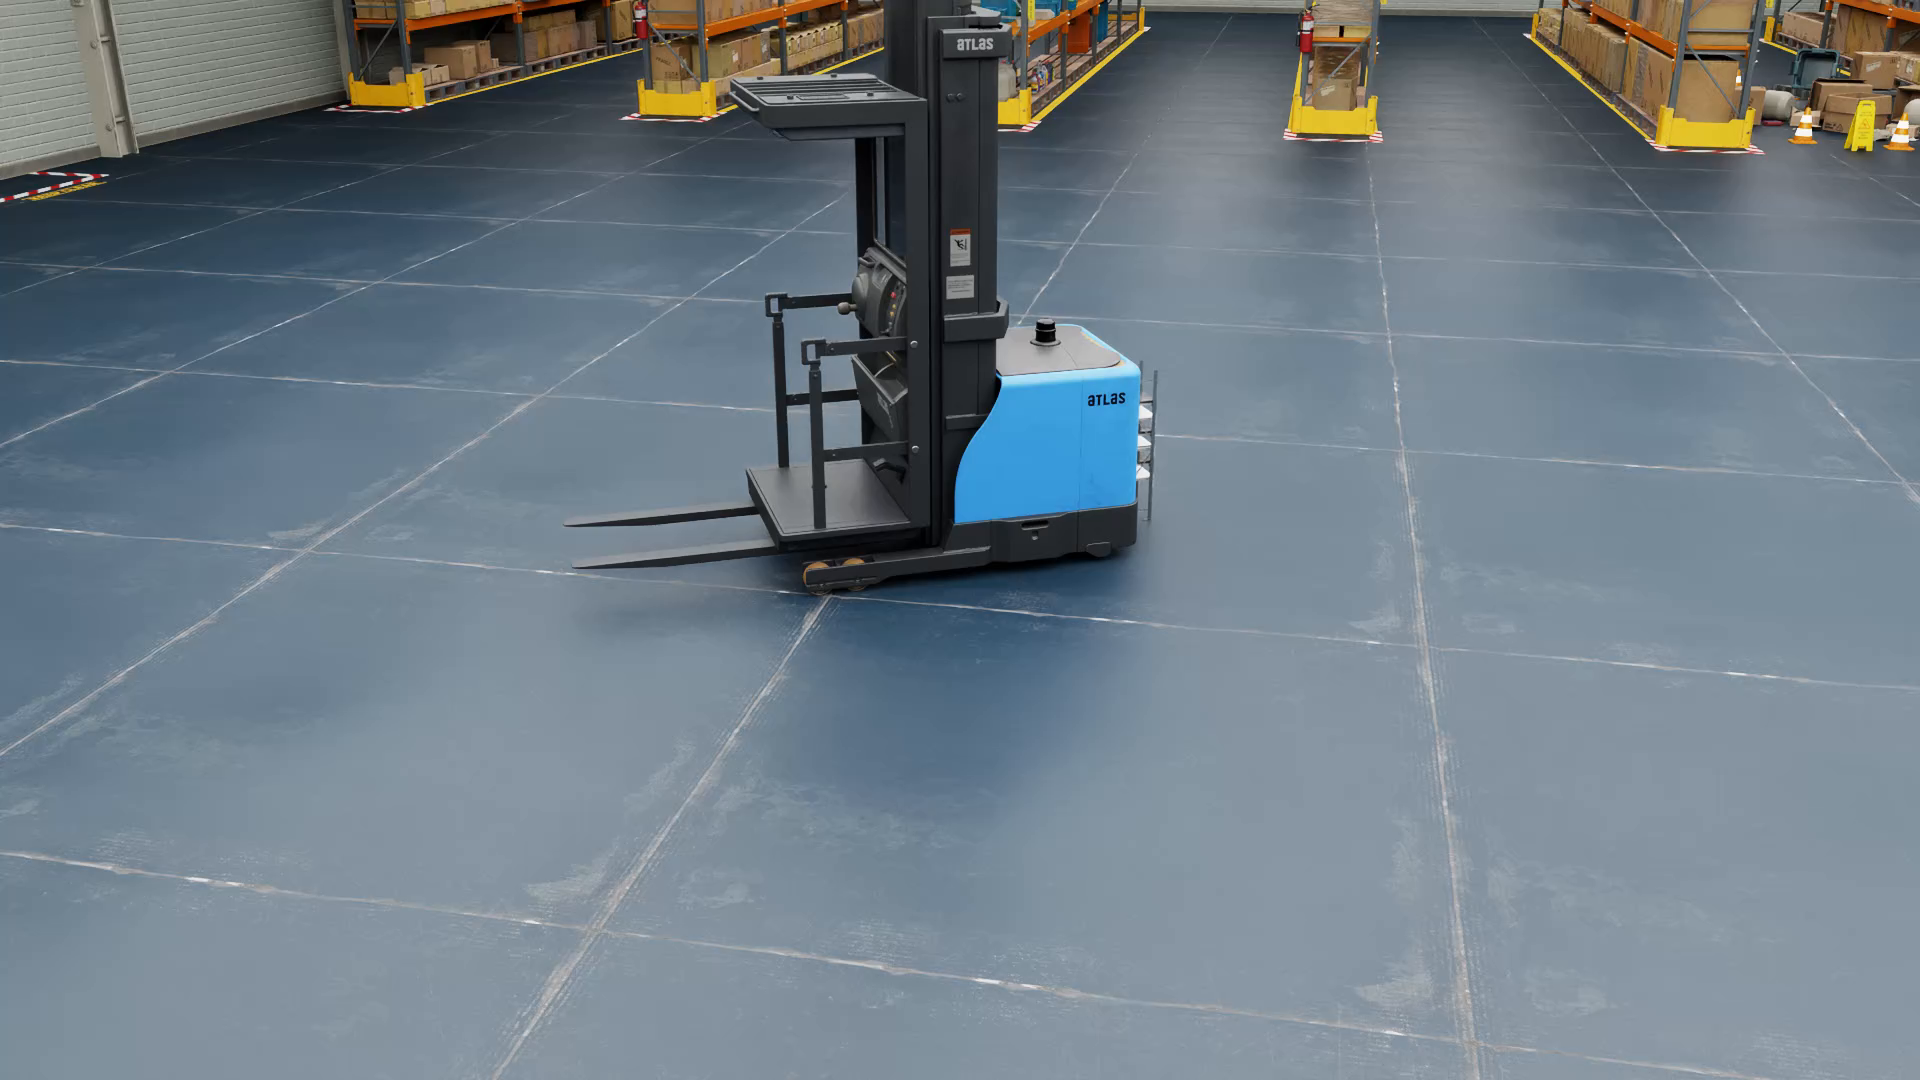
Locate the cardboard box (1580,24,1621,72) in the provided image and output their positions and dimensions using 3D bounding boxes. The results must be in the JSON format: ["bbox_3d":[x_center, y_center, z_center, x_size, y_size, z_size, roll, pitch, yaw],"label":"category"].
[{"bbox_3d":[11.597,-8.680,29.341,1.050,0.750,0.750,4,22,10],"label":"cardboard box"}]

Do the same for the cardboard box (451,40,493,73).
[{"bbox_3d":[-8.562,-8.492,29.181,0.500,0.500,0.500,3,22,7],"label":"cardboard box"}]

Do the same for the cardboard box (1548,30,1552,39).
[{"bbox_3d":[12.583,-10.628,34.982,0.380,0.149,0.250,4,22,11],"label":"cardboard box"}]

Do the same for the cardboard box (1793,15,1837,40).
[{"bbox_3d":[18.093,-10.752,34.904,0.875,0.438,0.875,5,22,12],"label":"cardboard box"}]

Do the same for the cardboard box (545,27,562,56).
[{"bbox_3d":[-8.055,-9.521,31.737,0.700,0.500,0.500,5,22,12],"label":"cardboard box"}]

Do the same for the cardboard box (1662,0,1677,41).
[{"bbox_3d":[10.299,-7.231,23.092,0.875,0.550,0.550,4,22,11],"label":"cardboard box"}]

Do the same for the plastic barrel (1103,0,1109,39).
[{"bbox_3d":[2.814,-11.024,34.958,0.600,0.901,0.708,4,22,11],"label":"plastic barrel"}]

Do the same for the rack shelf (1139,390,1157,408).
[{"bbox_3d":[0.962,-0.779,9.449,0.258,0.077,0.200,-7,23,-16],"label":"rack shelf"}]

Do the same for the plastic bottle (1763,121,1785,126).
[{"bbox_3d":[12.019,-6.152,24.547,0.283,0.061,0.133,-3,22,-8],"label":"plastic bottle"}]

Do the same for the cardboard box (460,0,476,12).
[{"bbox_3d":[-8.488,-9.023,27.915,0.500,0.250,0.500,5,22,11],"label":"cardboard box"}]

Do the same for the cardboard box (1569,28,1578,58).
[{"bbox_3d":[11.890,-9.425,31.525,0.500,0.500,0.500,3,22,9],"label":"cardboard box"}]

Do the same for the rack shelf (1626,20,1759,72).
[{"bbox_3d":[10.585,-7.217,24.221,1.077,0.370,4.000,4,22,11],"label":"rack shelf"}]

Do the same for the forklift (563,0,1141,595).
[{"bbox_3d":[-0.605,-1.293,8.641,3.031,2.935,1.130,-6,23,-15],"label":"forklift"}]

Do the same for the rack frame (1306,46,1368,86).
[{"bbox_3d":[6.158,-8.697,26.933,1.000,3.000,0.127,4,22,11],"label":"rack frame"}]

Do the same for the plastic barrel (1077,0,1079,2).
[{"bbox_3d":[1.958,-9.898,29.732,0.433,0.535,0.433,0,22,0],"label":"plastic barrel"}]

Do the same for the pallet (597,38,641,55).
[{"bbox_3d":[-7.338,-10.282,34.601,1.003,0.211,1.213,4,22,11],"label":"pallet"}]

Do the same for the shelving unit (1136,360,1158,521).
[{"bbox_3d":[0.962,-0.559,9.537,0.258,0.900,0.210,-7,23,-16],"label":"shelving unit"}]

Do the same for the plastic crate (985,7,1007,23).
[{"bbox_3d":[0.441,-7.986,25.366,0.499,0.251,0.408,4,22,11],"label":"plastic crate"}]

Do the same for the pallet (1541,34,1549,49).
[{"bbox_3d":[12.975,-10.610,35.416,1.003,0.211,1.213,4,22,11],"label":"pallet"}]

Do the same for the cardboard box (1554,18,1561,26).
[{"bbox_3d":[12.501,-10.694,34.350,0.380,0.149,0.250,4,22,10],"label":"cardboard box"}]

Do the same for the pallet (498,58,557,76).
[{"bbox_3d":[-8.232,-8.821,30.974,1.003,0.211,1.213,4,22,11],"label":"pallet"}]

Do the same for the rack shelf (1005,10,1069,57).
[{"bbox_3d":[0.902,-8.010,26.189,1.077,0.370,4.000,4,22,11],"label":"rack shelf"}]

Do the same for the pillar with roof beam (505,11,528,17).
[{"bbox_3d":[-4.470,-13.338,30.426,9.100,9.000,0.400,4,22,11],"label":"pillar with roof beam"}]

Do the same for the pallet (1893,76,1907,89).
[{"bbox_3d":[16.515,-7.826,28.502,1.003,0.211,1.213,4,22,11],"label":"pallet"}]

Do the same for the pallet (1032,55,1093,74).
[{"bbox_3d":[1.930,-8.964,31.328,1.003,0.211,1.213,4,22,11],"label":"pallet"}]

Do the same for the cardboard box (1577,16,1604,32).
[{"bbox_3d":[11.785,-9.584,30.915,0.500,0.250,0.500,5,22,12],"label":"cardboard box"}]

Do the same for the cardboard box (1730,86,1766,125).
[{"bbox_3d":[11.681,-6.478,24.766,0.500,0.500,0.500,8,23,20],"label":"cardboard box"}]

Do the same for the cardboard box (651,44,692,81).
[{"bbox_3d":[-4.537,-7.477,26.018,0.500,0.500,0.500,4,22,11],"label":"cardboard box"}]

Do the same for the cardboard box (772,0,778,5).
[{"bbox_3d":[-3.481,-9.568,29.295,0.500,0.250,0.500,6,23,14],"label":"cardboard box"}]

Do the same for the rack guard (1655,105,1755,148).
[{"bbox_3d":[10.172,-5.651,22.716,1.175,0.500,0.348,4,22,11],"label":"rack guard"}]

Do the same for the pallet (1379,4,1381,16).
[{"bbox_3d":[6.457,-8.877,27.636,1.003,0.211,1.213,4,22,11],"label":"pallet"}]

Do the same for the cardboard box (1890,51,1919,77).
[{"bbox_3d":[16.551,-8.175,28.591,0.950,0.372,0.625,3,22,7],"label":"cardboard box"}]

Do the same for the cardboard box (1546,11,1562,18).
[{"bbox_3d":[12.918,-11.364,36.013,0.380,0.149,0.250,3,22,8],"label":"cardboard box"}]

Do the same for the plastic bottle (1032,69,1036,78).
[{"bbox_3d":[1.214,-7.522,27.062,0.061,0.283,0.133,4,22,11],"label":"plastic bottle"}]

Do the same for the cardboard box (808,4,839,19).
[{"bbox_3d":[-2.754,-10.690,33.635,0.500,0.250,0.500,5,23,13],"label":"cardboard box"}]

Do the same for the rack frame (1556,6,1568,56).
[{"bbox_3d":[12.626,-11.208,33.168,1.000,3.000,0.127,4,22,11],"label":"rack frame"}]

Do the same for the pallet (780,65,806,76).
[{"bbox_3d":[-3.427,-8.433,30.009,1.003,0.211,1.213,4,22,11],"label":"pallet"}]

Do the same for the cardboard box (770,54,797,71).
[{"bbox_3d":[-3.214,-8.502,29.567,0.500,0.250,0.500,4,22,10],"label":"cardboard box"}]

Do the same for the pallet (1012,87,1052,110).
[{"bbox_3d":[0.885,-7.091,26.679,1.003,0.211,1.213,4,22,11],"label":"pallet"}]

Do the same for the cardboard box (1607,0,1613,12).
[{"bbox_3d":[11.146,-9.095,27.788,0.500,0.500,0.500,4,22,10],"label":"cardboard box"}]

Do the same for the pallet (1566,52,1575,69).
[{"bbox_3d":[12.222,-9.182,31.870,1.003,0.211,1.213,4,22,11],"label":"pallet"}]

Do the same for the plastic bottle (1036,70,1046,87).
[{"bbox_3d":[1.318,-7.511,27.044,0.152,0.276,0.135,5,22,12],"label":"plastic bottle"}]

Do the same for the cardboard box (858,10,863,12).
[{"bbox_3d":[-2.342,-11.070,35.582,0.500,0.500,0.500,5,22,12],"label":"cardboard box"}]

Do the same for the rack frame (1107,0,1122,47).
[{"bbox_3d":[2.942,-12.001,35.136,1.000,3.000,0.127,4,22,11],"label":"rack frame"}]

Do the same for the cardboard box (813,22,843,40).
[{"bbox_3d":[-2.588,-9.886,32.252,0.500,0.311,0.500,5,22,12],"label":"cardboard box"}]

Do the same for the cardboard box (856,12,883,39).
[{"bbox_3d":[-1.938,-10.858,35.056,0.500,0.500,0.500,5,22,12],"label":"cardboard box"}]

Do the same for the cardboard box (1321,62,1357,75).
[{"bbox_3d":[5.878,-7.146,25.866,0.500,0.500,0.500,2,22,6],"label":"cardboard box"}]

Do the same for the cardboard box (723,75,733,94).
[{"bbox_3d":[-3.929,-7.273,26.514,0.500,0.250,0.500,4,22,11],"label":"cardboard box"}]

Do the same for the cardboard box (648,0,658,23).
[{"bbox_3d":[-6.940,-11.380,35.911,0.750,0.750,0.750,5,23,13],"label":"cardboard box"}]

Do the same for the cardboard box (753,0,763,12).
[{"bbox_3d":[-3.724,-9.144,27.909,0.700,0.500,0.500,4,22,10],"label":"cardboard box"}]

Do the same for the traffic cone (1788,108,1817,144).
[{"bbox_3d":[11.676,-5.729,22.958,0.336,0.463,0.334,4,22,11],"label":"traffic cone"}]

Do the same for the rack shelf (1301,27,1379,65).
[{"bbox_3d":[5.750,-7.632,25.252,1.077,0.370,4.000,4,22,11],"label":"rack shelf"}]
